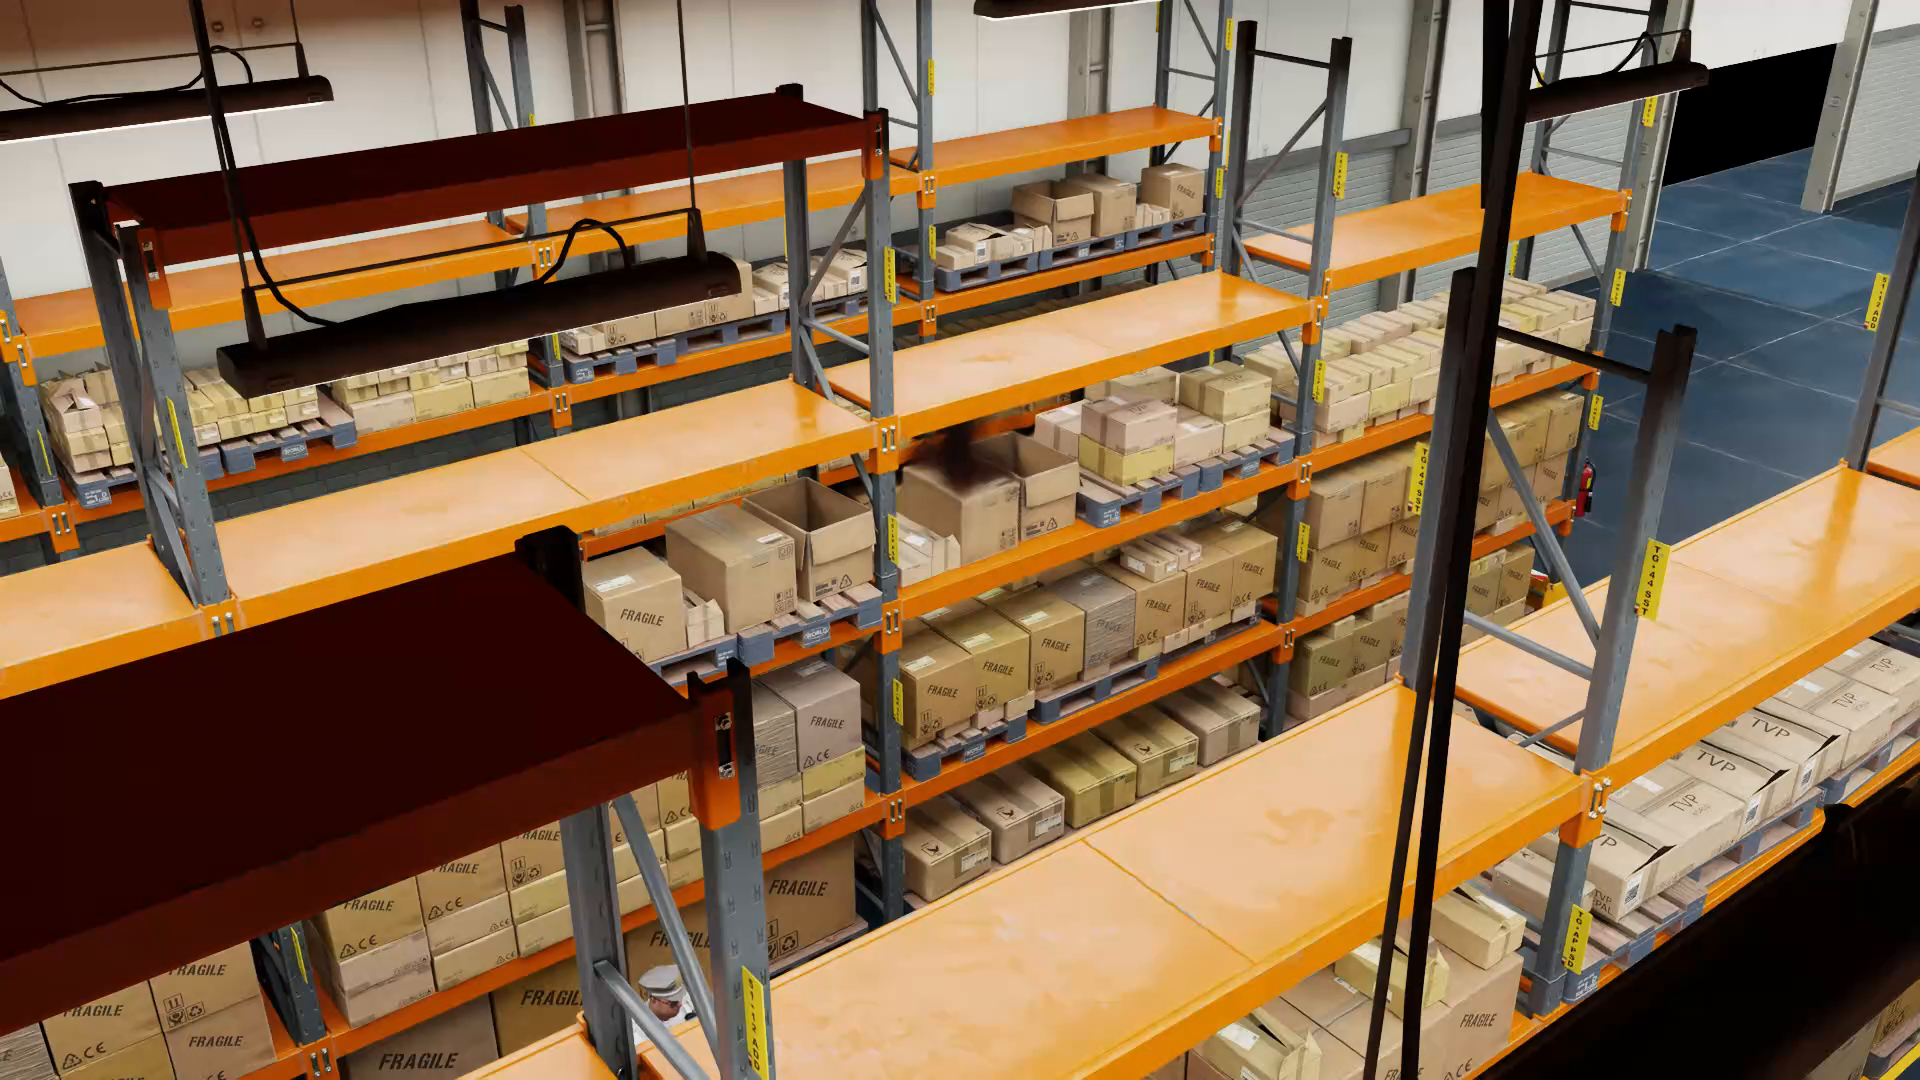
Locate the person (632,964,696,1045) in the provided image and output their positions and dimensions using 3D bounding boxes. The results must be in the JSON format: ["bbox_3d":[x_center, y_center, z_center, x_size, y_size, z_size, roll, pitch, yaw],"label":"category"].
[{"bbox_3d":[-1.622,3.200,9.578,0.591,1.753,0.630,22,33,37],"label":"person"}]
